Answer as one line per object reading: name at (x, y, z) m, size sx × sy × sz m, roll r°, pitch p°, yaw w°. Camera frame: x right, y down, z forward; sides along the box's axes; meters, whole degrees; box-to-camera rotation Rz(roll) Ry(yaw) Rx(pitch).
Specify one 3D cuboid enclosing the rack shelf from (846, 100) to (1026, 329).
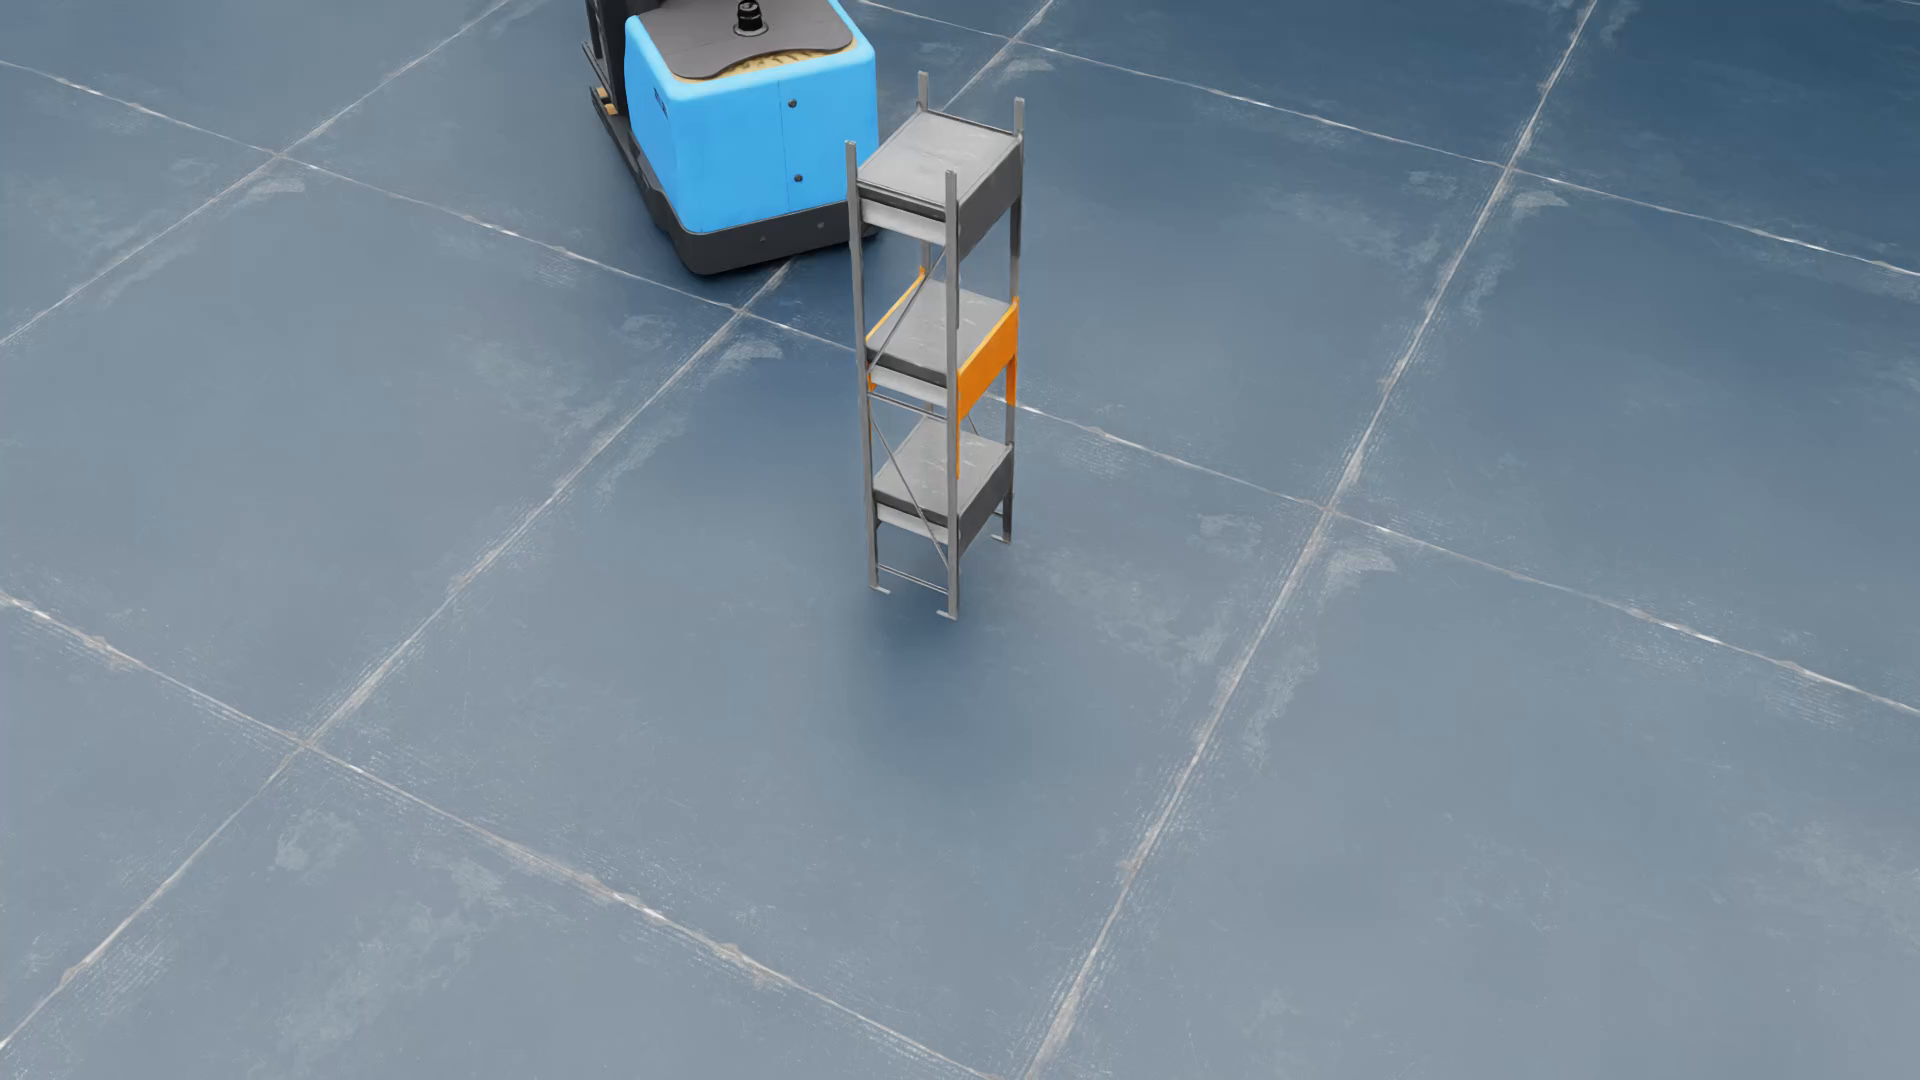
rack shelf at (-0.077, -1.116, 5.692) m, size 0.431 × 0.518 × 0.480 m, roll 20°, pitch 49°, yaw 19°

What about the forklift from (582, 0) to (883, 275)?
forklift at (-1.429, -3.404, 8.333) m, size 1.130 × 2.935 × 3.031 m, roll -17°, pitch 48°, yaw -16°

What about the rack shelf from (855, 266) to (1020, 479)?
rack shelf at (-0.077, -0.624, 6.190) m, size 0.431 × 0.518 × 0.480 m, roll 20°, pitch 49°, yaw 19°

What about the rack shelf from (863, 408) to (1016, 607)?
rack shelf at (-0.077, -0.132, 6.688) m, size 0.431 × 0.518 × 0.480 m, roll 20°, pitch 49°, yaw 19°

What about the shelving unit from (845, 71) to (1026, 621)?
shelving unit at (-0.077, -0.634, 6.180) m, size 0.431 × 2.100 × 0.503 m, roll 20°, pitch 49°, yaw 19°

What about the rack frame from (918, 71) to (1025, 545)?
rack frame at (0.036, -0.788, 6.332) m, size 0.400 × 2.100 × 0.015 m, roll 20°, pitch 49°, yaw 19°

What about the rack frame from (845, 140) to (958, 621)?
rack frame at (-0.190, -0.480, 6.028) m, size 0.400 × 2.100 × 0.015 m, roll 20°, pitch 49°, yaw 19°
